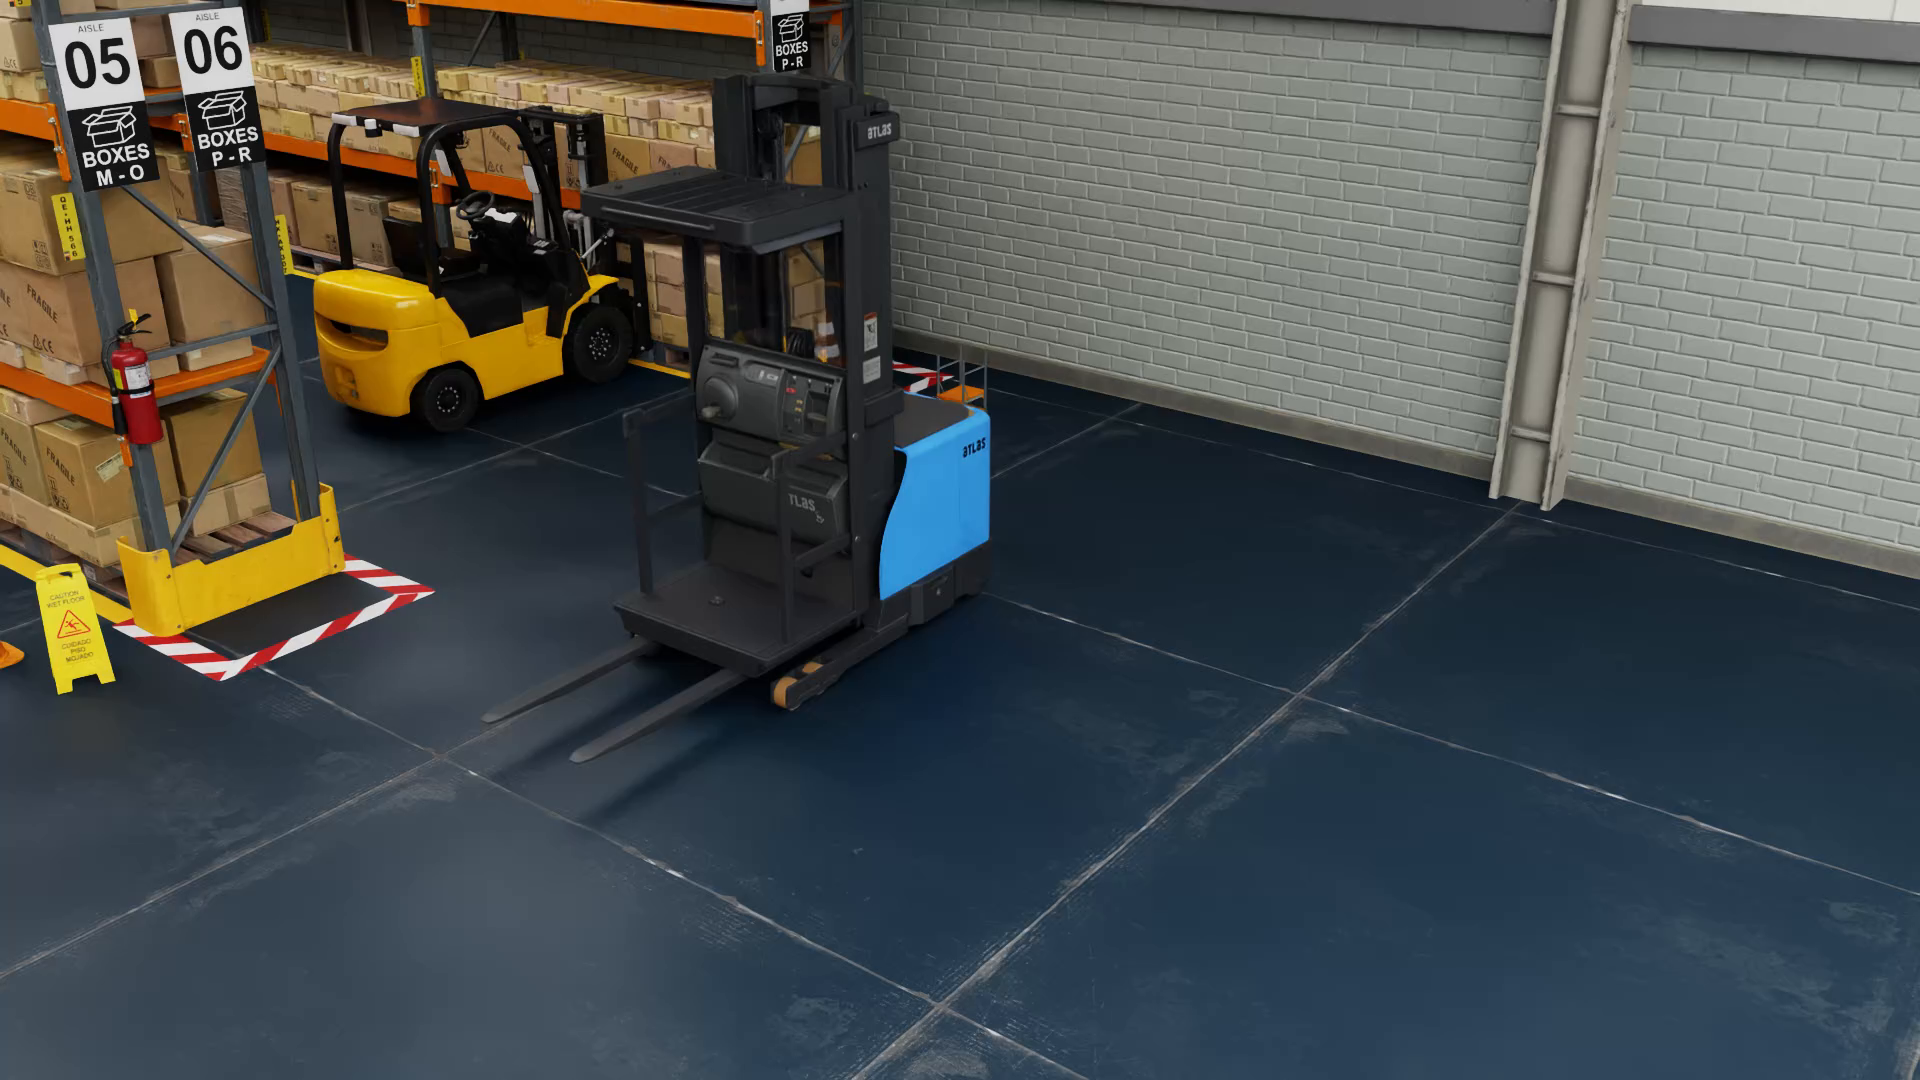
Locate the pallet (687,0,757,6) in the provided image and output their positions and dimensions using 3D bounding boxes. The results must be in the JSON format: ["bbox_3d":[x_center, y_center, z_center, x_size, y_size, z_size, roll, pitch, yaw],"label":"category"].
[{"bbox_3d":[-1.626,-4.158,12.357,1.213,0.211,1.003,17,29,33],"label":"pallet"}]

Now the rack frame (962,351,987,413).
[{"bbox_3d":[0.085,-0.523,9.950,0.006,1.200,0.240,17,29,33],"label":"rack frame"}]

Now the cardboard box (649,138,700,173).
[{"bbox_3d":[-2.037,-2.855,12.886,0.500,0.500,0.500,18,29,35],"label":"cardboard box"}]

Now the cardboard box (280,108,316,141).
[{"bbox_3d":[-6.039,-3.955,15.692,0.500,0.250,0.500,18,29,35],"label":"cardboard box"}]

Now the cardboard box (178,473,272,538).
[{"bbox_3d":[-4.530,-0.263,10.015,0.500,0.250,0.500,17,29,33],"label":"cardboard box"}]

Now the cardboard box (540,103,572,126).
[{"bbox_3d":[-3.173,-3.476,13.490,0.250,0.149,0.380,16,28,32],"label":"cardboard box"}]

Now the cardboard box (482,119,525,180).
[{"bbox_3d":[-3.652,-3.348,14.004,0.500,0.500,0.500,17,29,34],"label":"cardboard box"}]

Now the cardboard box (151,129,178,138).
[{"bbox_3d":[-8.775,-4.449,18.401,0.250,0.149,0.380,17,29,34],"label":"cardboard box"}]

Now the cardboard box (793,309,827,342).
[{"bbox_3d":[-1.352,-1.763,13.420,0.500,0.250,0.500,17,29,34],"label":"cardboard box"}]

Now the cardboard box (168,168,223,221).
[{"bbox_3d":[-7.945,-3.663,17.422,0.500,0.500,0.500,18,29,35],"label":"cardboard box"}]

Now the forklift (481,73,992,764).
[{"bbox_3d":[-1.090,-0.711,8.228,1.130,2.935,3.031,16,29,33],"label":"forklift"}]

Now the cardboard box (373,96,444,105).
[{"bbox_3d":[-4.823,-3.810,14.744,0.500,0.250,0.500,16,28,32],"label":"cardboard box"}]

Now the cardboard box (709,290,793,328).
[{"bbox_3d":[-1.653,-1.826,12.944,0.500,0.250,0.500,16,29,33],"label":"cardboard box"}]

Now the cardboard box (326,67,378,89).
[{"bbox_3d":[-5.527,-4.205,15.144,0.250,0.149,0.380,16,28,32],"label":"cardboard box"}]

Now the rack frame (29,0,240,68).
[{"bbox_3d":[-4.050,-3.790,7.691,0.127,3.000,1.000,17,29,33],"label":"rack frame"}]

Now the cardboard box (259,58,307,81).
[{"bbox_3d":[-6.360,-4.443,15.685,0.250,0.149,0.380,18,29,34],"label":"cardboard box"}]

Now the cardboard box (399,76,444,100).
[{"bbox_3d":[-4.683,-3.968,14.606,0.250,0.149,0.380,18,29,35],"label":"cardboard box"}]

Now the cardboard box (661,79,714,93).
[{"bbox_3d":[-2.192,-3.625,13.459,0.250,0.149,0.380,16,28,32],"label":"cardboard box"}]

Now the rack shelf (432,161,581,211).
[{"bbox_3d":[-2.677,-2.801,13.780,4.000,0.370,1.077,17,29,33],"label":"rack shelf"}]

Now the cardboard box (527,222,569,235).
[{"bbox_3d":[-3.270,-2.544,13.953,0.500,0.250,0.500,18,29,35],"label":"cardboard box"}]

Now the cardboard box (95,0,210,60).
[{"bbox_3d":[-4.293,-2.692,8.737,0.500,0.250,0.500,16,29,32],"label":"cardboard box"}]

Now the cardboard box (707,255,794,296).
[{"bbox_3d":[-1.632,-2.049,12.830,0.500,0.250,0.500,18,29,35],"label":"cardboard box"}]

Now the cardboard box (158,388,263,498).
[{"bbox_3d":[-4.549,-0.611,9.877,0.500,0.500,0.500,16,28,32],"label":"cardboard box"}]

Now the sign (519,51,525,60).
[{"bbox_3d":[-3.945,-4.226,14.949,0.005,0.325,0.100,17,29,33],"label":"sign"}]

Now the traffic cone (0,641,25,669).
[{"bbox_3d":[-5.168,0.429,8.703,0.334,0.463,0.336,17,29,33],"label":"traffic cone"}]

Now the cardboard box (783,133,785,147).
[{"bbox_3d":[-1.522,-2.983,12.371,0.250,0.149,0.380,17,29,34],"label":"cardboard box"}]

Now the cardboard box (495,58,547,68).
[{"bbox_3d":[-3.840,-4.113,14.567,0.250,0.149,0.380,17,29,33],"label":"cardboard box"}]

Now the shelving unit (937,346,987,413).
[{"bbox_3d":[0.012,-0.546,10.000,0.189,1.200,0.258,17,29,33],"label":"shelving unit"}]

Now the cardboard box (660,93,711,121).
[{"bbox_3d":[-2.085,-3.333,12.796,0.250,0.149,0.380,17,29,34],"label":"cardboard box"}]

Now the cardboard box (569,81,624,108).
[{"bbox_3d":[-2.911,-3.580,13.356,0.250,0.149,0.380,17,29,33],"label":"cardboard box"}]

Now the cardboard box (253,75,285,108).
[{"bbox_3d":[-6.461,-4.302,15.859,0.500,0.250,0.500,16,28,32],"label":"cardboard box"}]

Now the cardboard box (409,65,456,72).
[{"bbox_3d":[-4.812,-4.253,15.255,0.250,0.149,0.380,17,29,33],"label":"cardboard box"}]

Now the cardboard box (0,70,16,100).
[{"bbox_3d":[-4.722,-2.348,8.450,0.250,0.149,0.380,17,29,34],"label":"cardboard box"}]

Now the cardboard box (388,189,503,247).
[{"bbox_3d":[-4.701,-2.842,15.405,0.625,0.625,0.875,18,30,36],"label":"cardboard box"}]

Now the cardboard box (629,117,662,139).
[{"bbox_3d":[-2.348,-3.231,12.933,0.250,0.149,0.380,16,28,32],"label":"cardboard box"}]

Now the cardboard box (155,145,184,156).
[{"bbox_3d":[-8.262,-4.020,17.429,0.250,0.149,0.380,15,28,31],"label":"cardboard box"}]

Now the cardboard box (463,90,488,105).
[{"bbox_3d":[-3.971,-3.733,14.073,0.250,0.149,0.380,18,29,34],"label":"cardboard box"}]

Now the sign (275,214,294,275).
[{"bbox_3d":[-3.725,-1.616,9.123,0.005,0.325,0.100,17,29,33],"label":"sign"}]

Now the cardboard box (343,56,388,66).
[{"bbox_3d":[-5.622,-4.495,15.802,0.250,0.149,0.380,17,29,34],"label":"cardboard box"}]

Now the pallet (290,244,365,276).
[{"bbox_3d":[-5.870,-2.798,16.340,1.213,0.211,1.003,17,29,33],"label":"pallet"}]

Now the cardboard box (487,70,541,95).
[{"bbox_3d":[-3.727,-3.827,13.919,0.250,0.149,0.380,16,29,32],"label":"cardboard box"}]

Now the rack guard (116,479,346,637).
[{"bbox_3d":[-4.111,0.081,9.446,0.348,0.500,1.175,17,29,33],"label":"rack guard"}]

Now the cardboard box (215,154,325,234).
[{"bbox_3d":[-6.987,-3.532,16.969,0.625,0.625,0.875,18,29,35],"label":"cardboard box"}]

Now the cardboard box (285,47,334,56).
[{"bbox_3d":[-6.411,-4.764,16.414,0.250,0.149,0.380,16,28,32],"label":"cardboard box"}]

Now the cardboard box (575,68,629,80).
[{"bbox_3d":[-3.011,-3.870,14.015,0.250,0.149,0.380,16,29,32],"label":"cardboard box"}]

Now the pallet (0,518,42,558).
[{"bbox_3d":[-5.712,-0.290,10.646,1.213,0.211,1.003,17,29,33],"label":"pallet"}]

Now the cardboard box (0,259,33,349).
[{"bbox_3d":[-5.048,-1.391,9.194,0.500,0.500,0.500,17,29,33],"label":"cardboard box"}]

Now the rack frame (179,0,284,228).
[{"bbox_3d":[-7.478,-4.581,16.928,0.127,3.000,1.000,17,29,33],"label":"rack frame"}]

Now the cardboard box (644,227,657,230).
[{"bbox_3d":[-2.549,-2.586,14.048,0.500,0.250,0.500,16,28,32],"label":"cardboard box"}]

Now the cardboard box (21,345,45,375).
[{"bbox_3d":[-4.939,-1.045,9.214,0.250,0.149,0.380,16,29,32],"label":"cardboard box"}]
